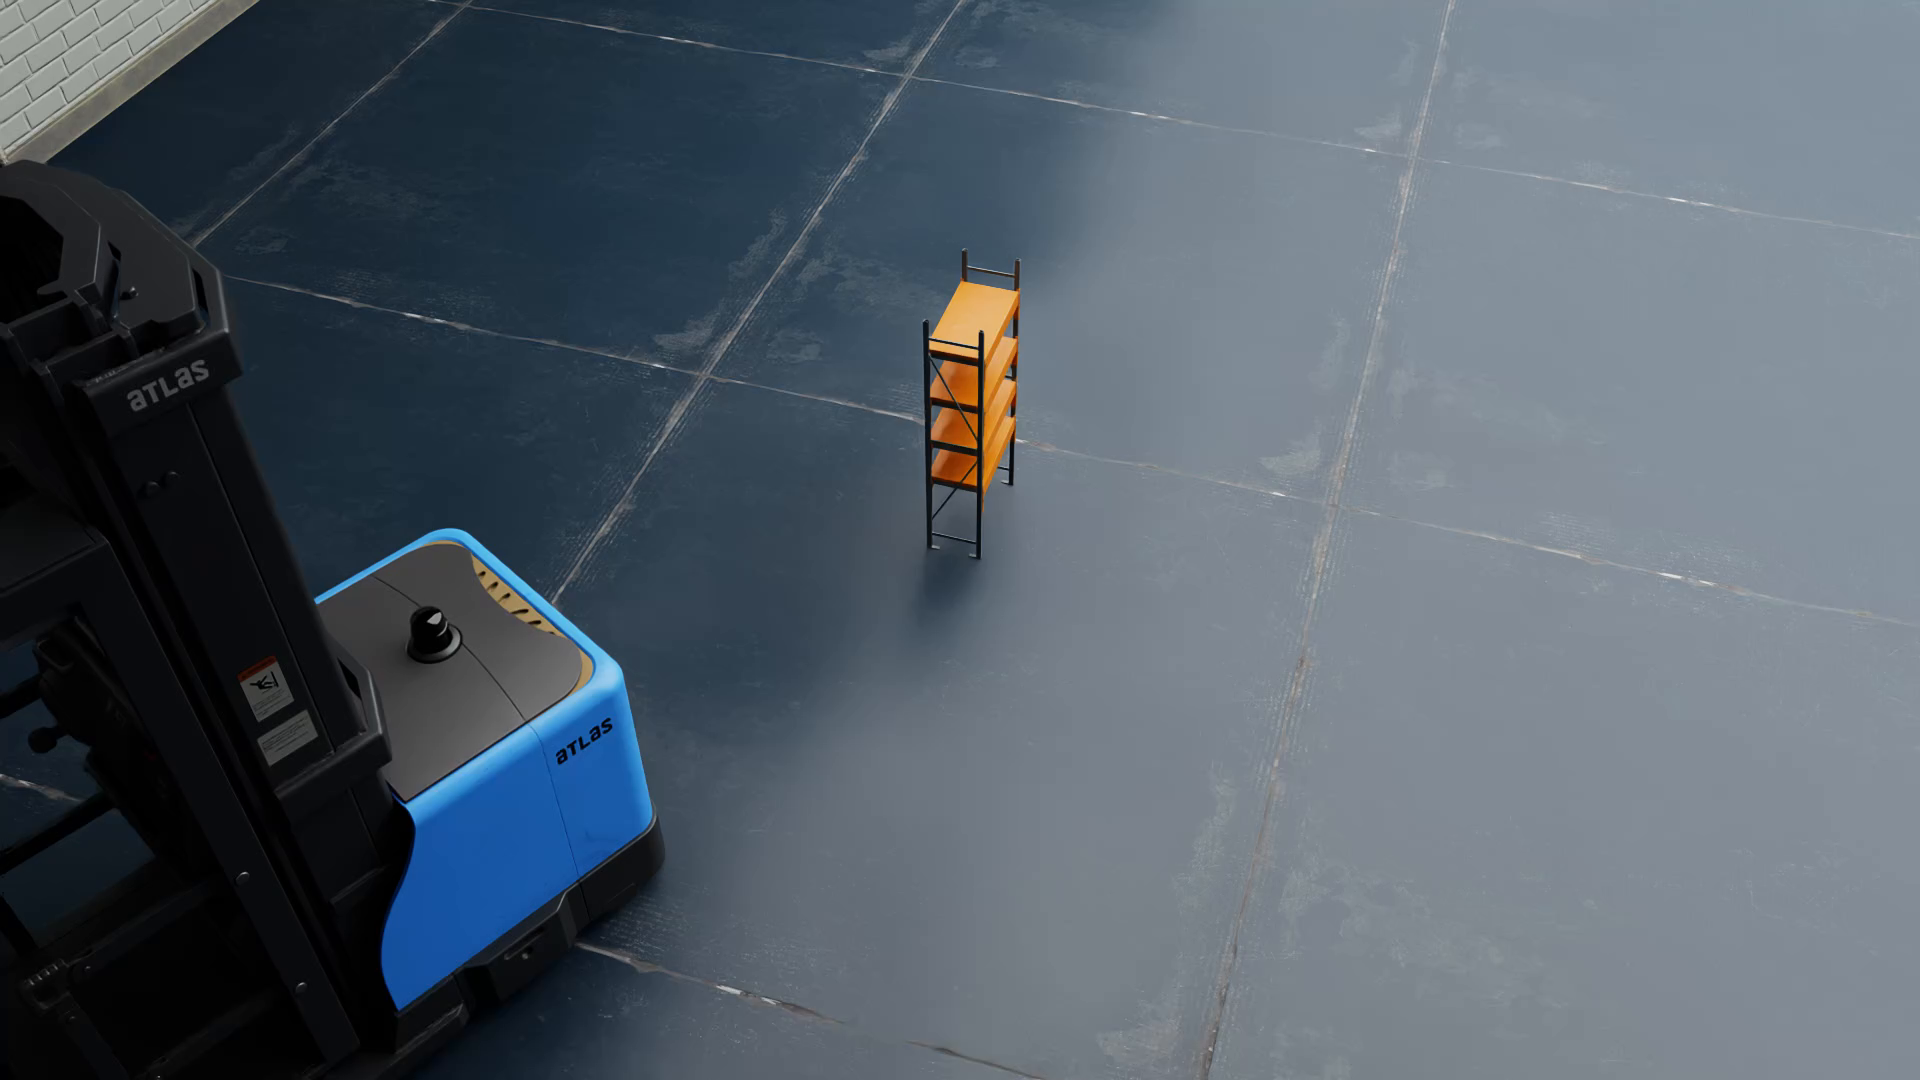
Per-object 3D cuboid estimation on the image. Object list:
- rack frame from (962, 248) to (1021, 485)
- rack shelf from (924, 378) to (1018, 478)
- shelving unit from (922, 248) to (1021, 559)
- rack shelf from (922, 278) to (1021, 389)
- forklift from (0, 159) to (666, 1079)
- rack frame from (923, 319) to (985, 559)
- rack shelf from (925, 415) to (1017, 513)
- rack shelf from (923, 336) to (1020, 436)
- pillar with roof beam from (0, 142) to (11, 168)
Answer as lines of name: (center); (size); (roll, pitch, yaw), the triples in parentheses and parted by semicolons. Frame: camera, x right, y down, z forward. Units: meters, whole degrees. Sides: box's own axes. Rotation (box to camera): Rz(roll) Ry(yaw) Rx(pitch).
rack frame: (0.124, -0.702, 7.008); (0.240, 1.200, 0.015); (13, 46, 12)
rack shelf: (0.050, -0.491, 6.889); (0.258, 0.148, 0.480); (13, 46, 12)
shelving unit: (0.050, -0.539, 6.842); (0.258, 1.200, 0.503); (13, 46, 12)
rack shelf: (0.050, -0.820, 6.567); (0.258, 0.148, 0.480); (13, 46, 12)
forklift: (-2.438, 0.623, 4.416); (1.130, 2.935, 3.031); (35, 54, 30)
rack frame: (-0.024, -0.377, 6.676); (0.240, 1.200, 0.015); (13, 46, 12)
rack shelf: (0.050, -0.349, 7.028); (0.258, 0.148, 0.480); (13, 46, 12)
rack shelf: (0.050, -0.651, 6.733); (0.258, 0.148, 0.480); (13, 46, 12)
pillar with roof beam: (-1.097, -3.976, 4.778); (9.100, 9.000, 0.400); (13, 46, 13)
